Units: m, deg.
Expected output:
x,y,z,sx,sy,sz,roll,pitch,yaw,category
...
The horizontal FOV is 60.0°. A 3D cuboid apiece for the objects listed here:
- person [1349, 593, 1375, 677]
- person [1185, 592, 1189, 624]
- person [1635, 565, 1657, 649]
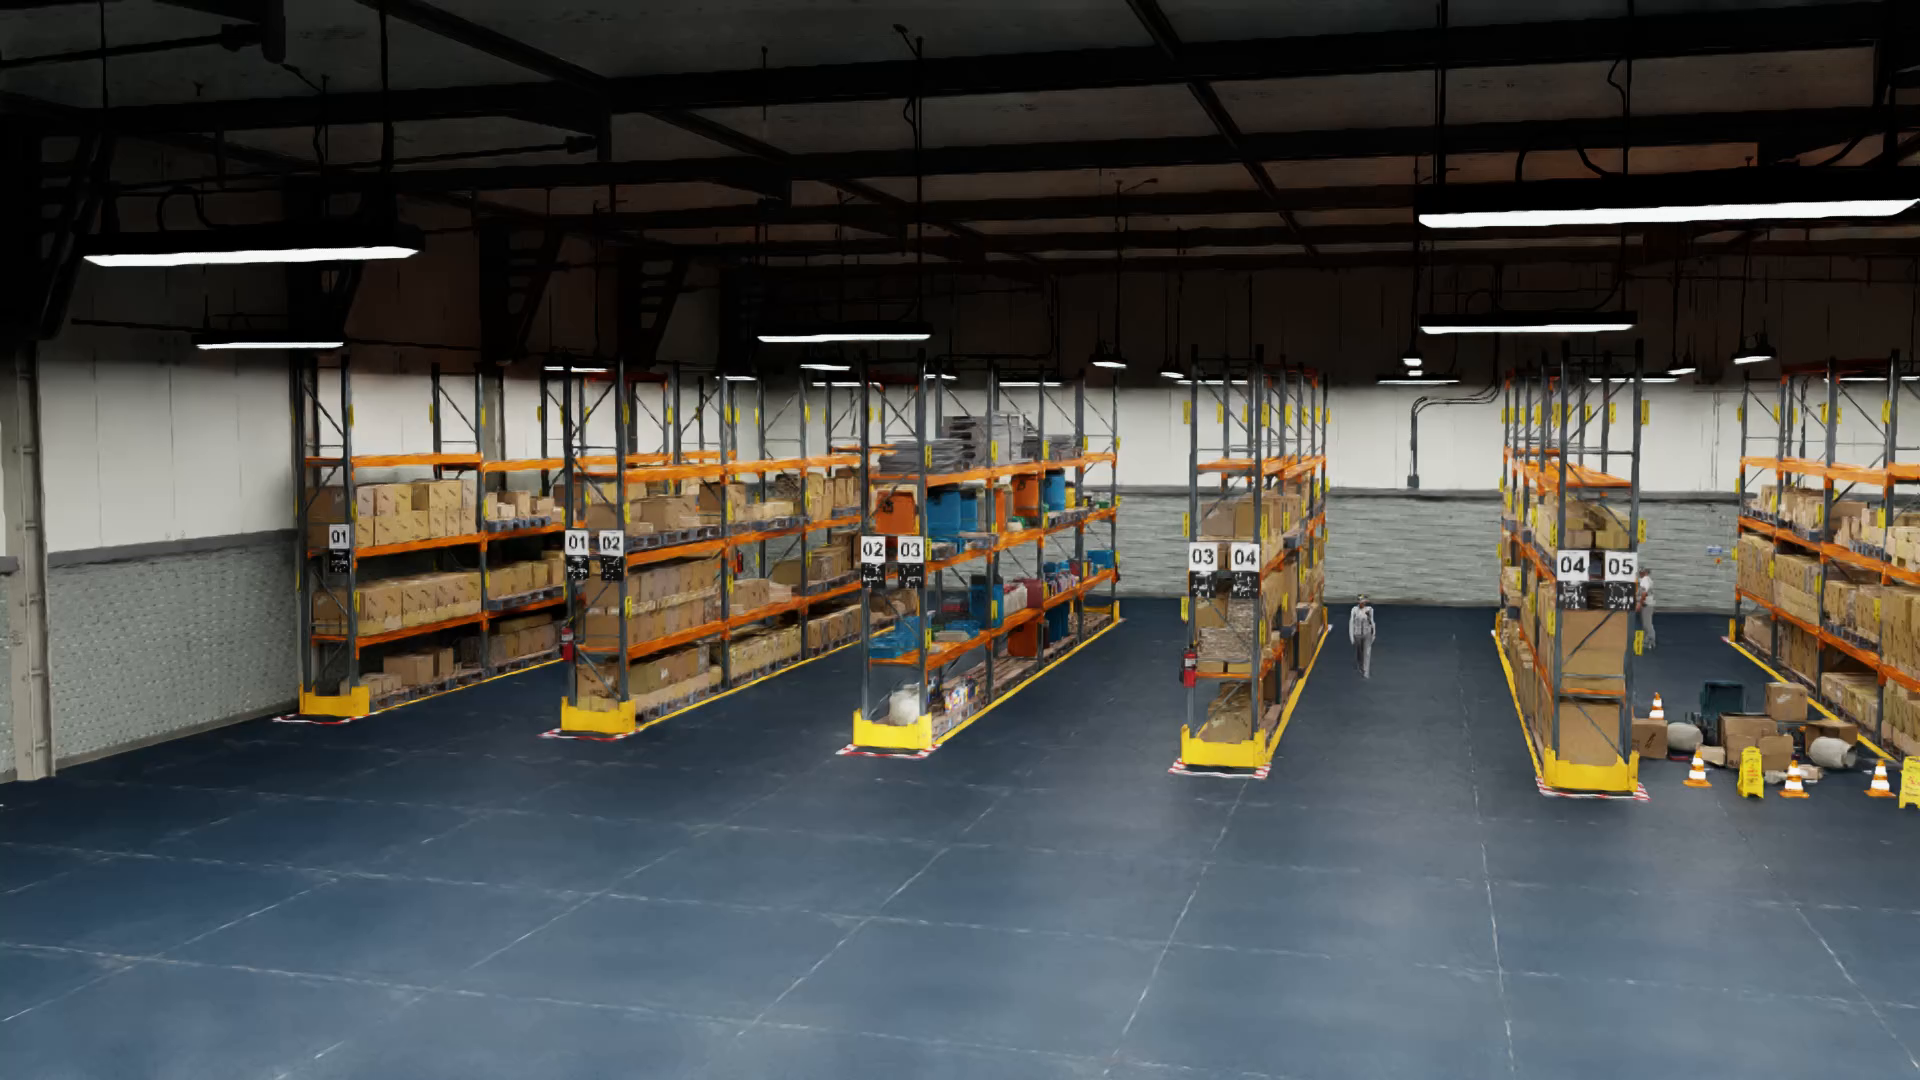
x,y,z,sx,sy,sz,roll,pitch,yaw,category
7.709,1.796,31.918,0.495,1.589,1.086,1,4,18,person
4.921,1.604,35.034,0.417,1.517,1.037,1,5,18,person
14.791,1.443,35.850,0.489,1.784,0.562,2,5,29,person
